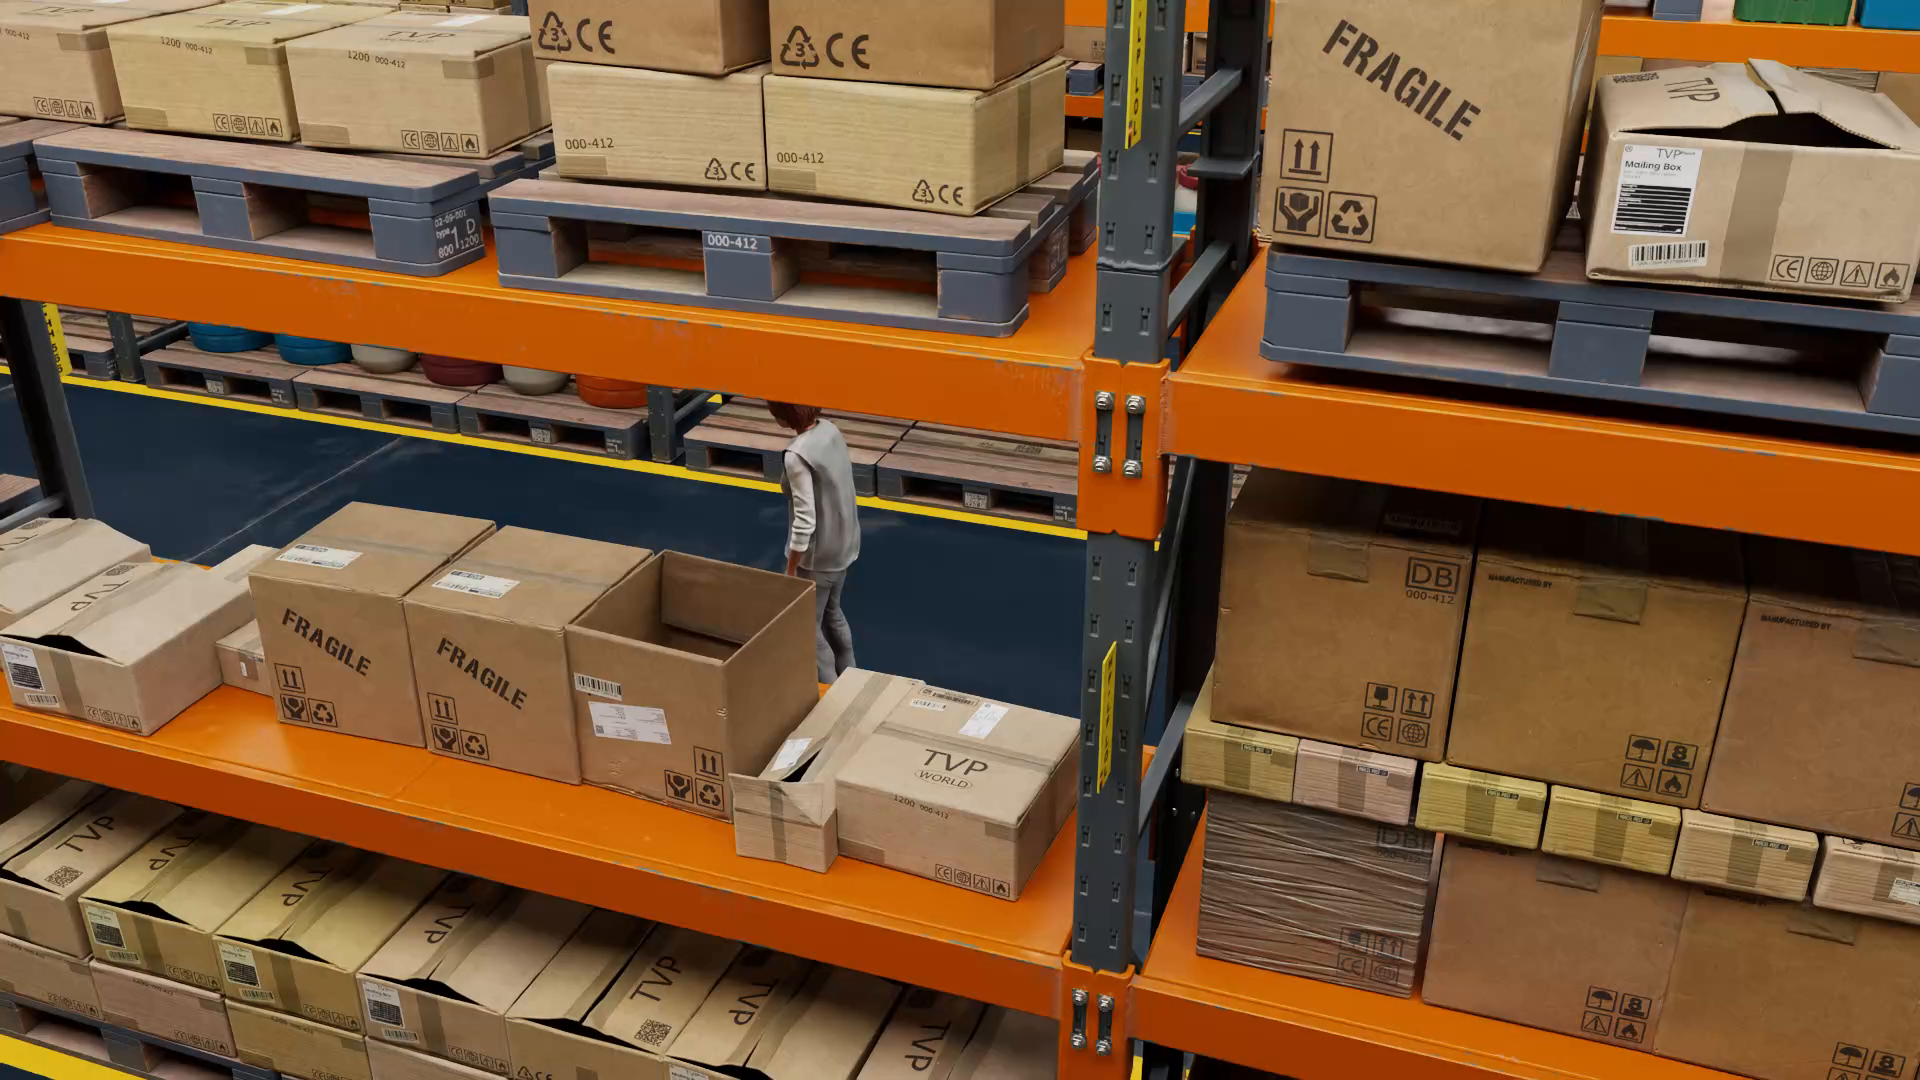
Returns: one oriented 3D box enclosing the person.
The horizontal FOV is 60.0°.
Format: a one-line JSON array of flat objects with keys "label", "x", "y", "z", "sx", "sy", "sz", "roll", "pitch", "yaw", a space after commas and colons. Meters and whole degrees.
[{"label": "person", "x": -0.602, "y": 0.058, "z": 7.006, "sx": 0.347, "sy": 1.593, "sz": 0.464, "roll": 9, "pitch": 27, "yaw": 17}]
